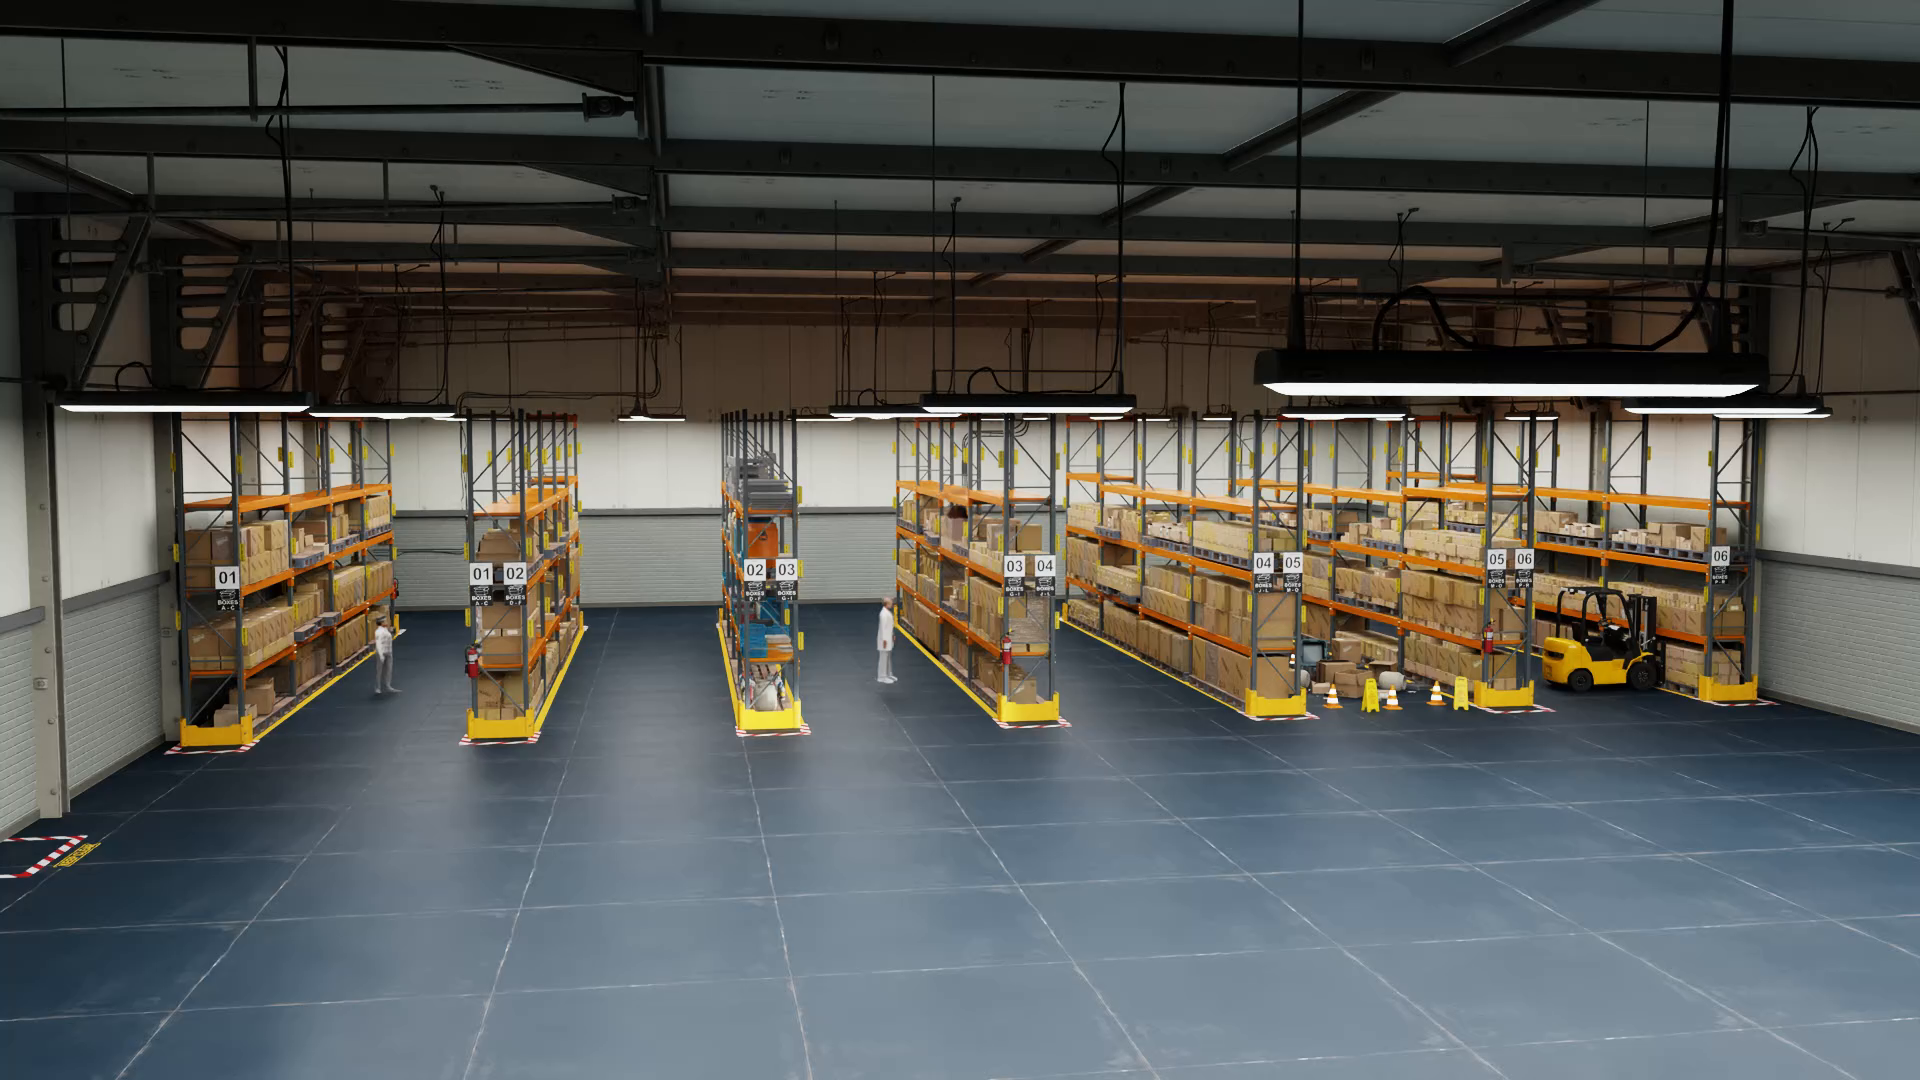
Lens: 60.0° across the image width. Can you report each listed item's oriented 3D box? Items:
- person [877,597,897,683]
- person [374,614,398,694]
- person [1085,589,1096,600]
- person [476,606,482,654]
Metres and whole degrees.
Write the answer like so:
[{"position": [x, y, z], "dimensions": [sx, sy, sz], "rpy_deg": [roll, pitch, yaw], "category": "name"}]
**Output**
[{"position": [-1.537, 2.107, 35.102], "dimensions": [0.423, 1.798, 0.619], "rpy_deg": [0, 4, 4], "category": "person"}, {"position": [-12.264, 2.418, 35.342], "dimensions": [0.419, 1.685, 0.510], "rpy_deg": [2, 4, 26], "category": "person"}, {"position": [4.035, 1.281, 51.524], "dimensions": [0.461, 1.661, 0.508], "rpy_deg": [3, 5, 39], "category": "person"}, {"position": [-11.886, 1.948, 41.315], "dimensions": [0.454, 1.792, 0.564], "rpy_deg": [-1, 4, -8], "category": "person"}]
